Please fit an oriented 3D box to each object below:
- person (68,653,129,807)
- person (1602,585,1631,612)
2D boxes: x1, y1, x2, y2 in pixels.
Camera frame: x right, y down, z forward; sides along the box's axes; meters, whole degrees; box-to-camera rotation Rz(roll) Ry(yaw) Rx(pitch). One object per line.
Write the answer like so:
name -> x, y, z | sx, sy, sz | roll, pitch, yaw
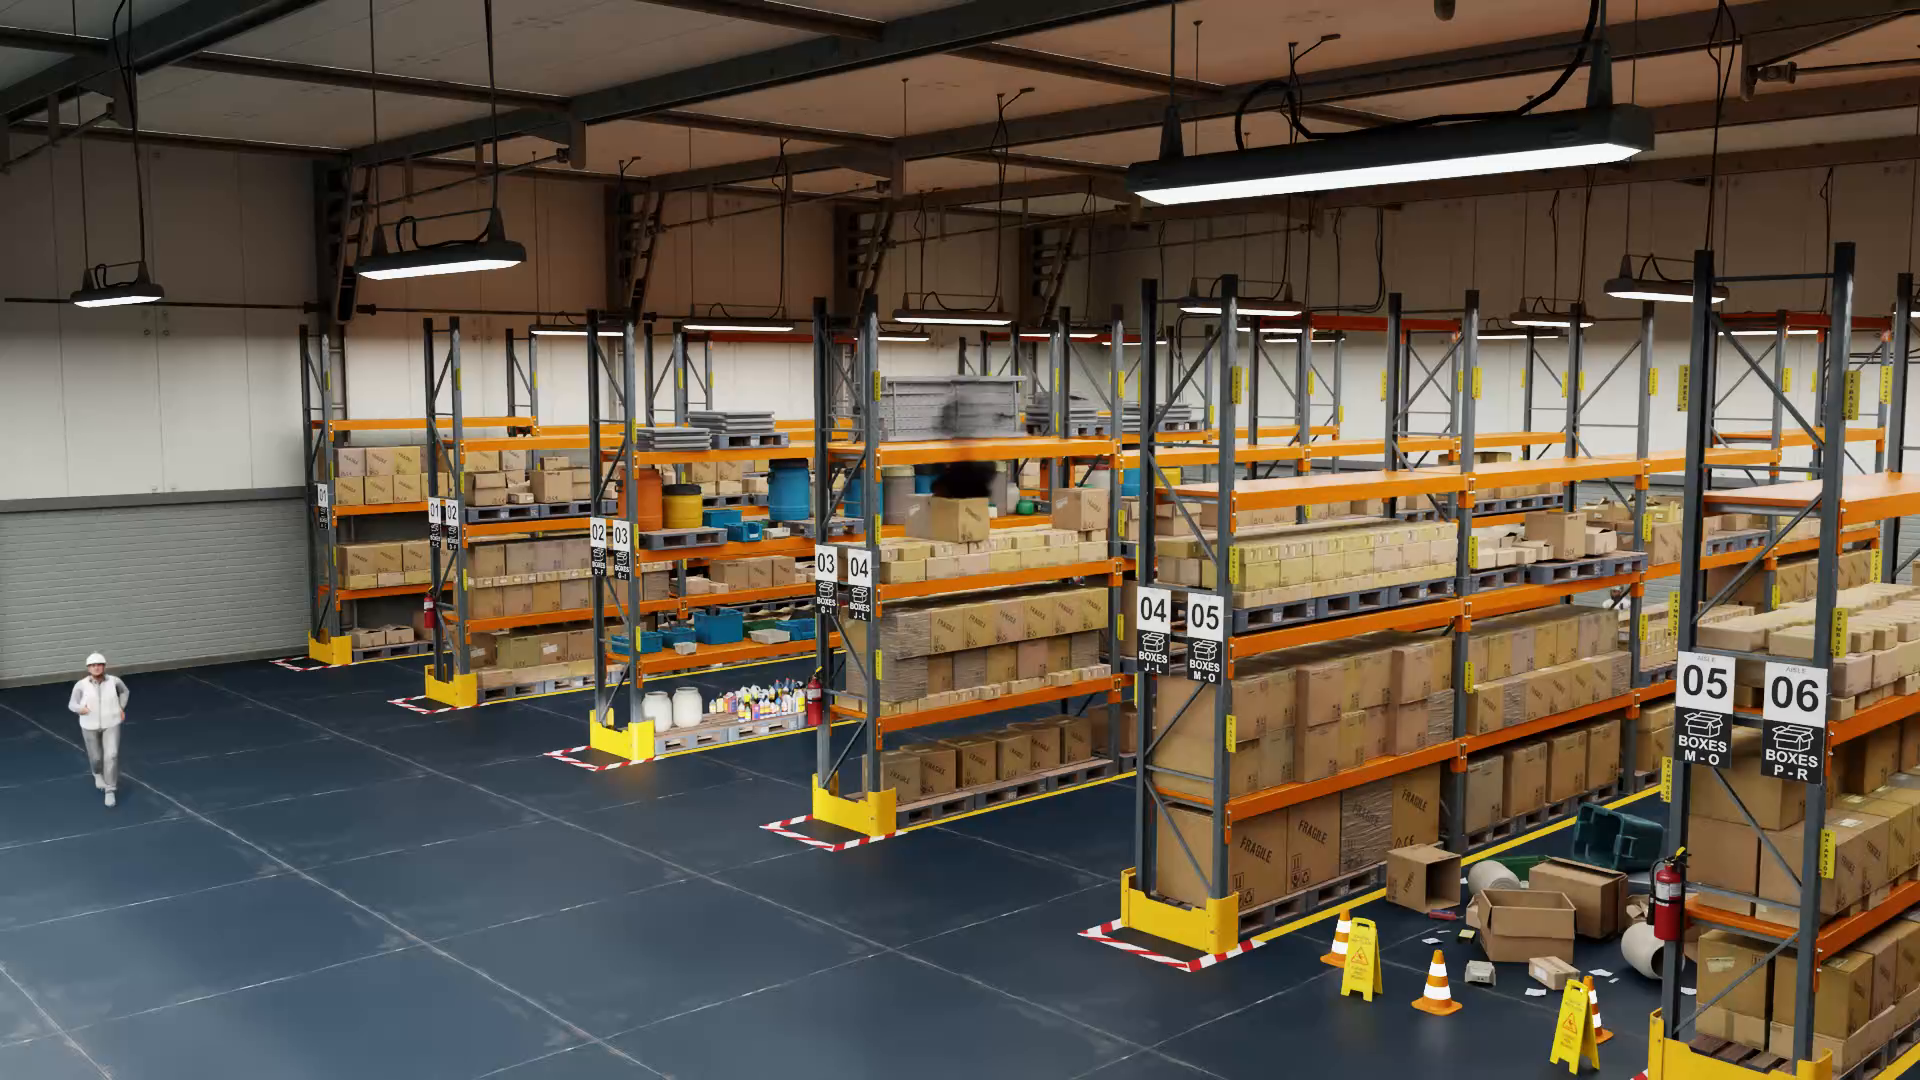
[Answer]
person -> -10.369, 2.249, 20.062 | 0.658, 1.789, 0.954 | -3, 6, -26
person -> 11.071, 1.535, 27.971 | 0.617, 1.647, 0.731 | 4, 7, 36
